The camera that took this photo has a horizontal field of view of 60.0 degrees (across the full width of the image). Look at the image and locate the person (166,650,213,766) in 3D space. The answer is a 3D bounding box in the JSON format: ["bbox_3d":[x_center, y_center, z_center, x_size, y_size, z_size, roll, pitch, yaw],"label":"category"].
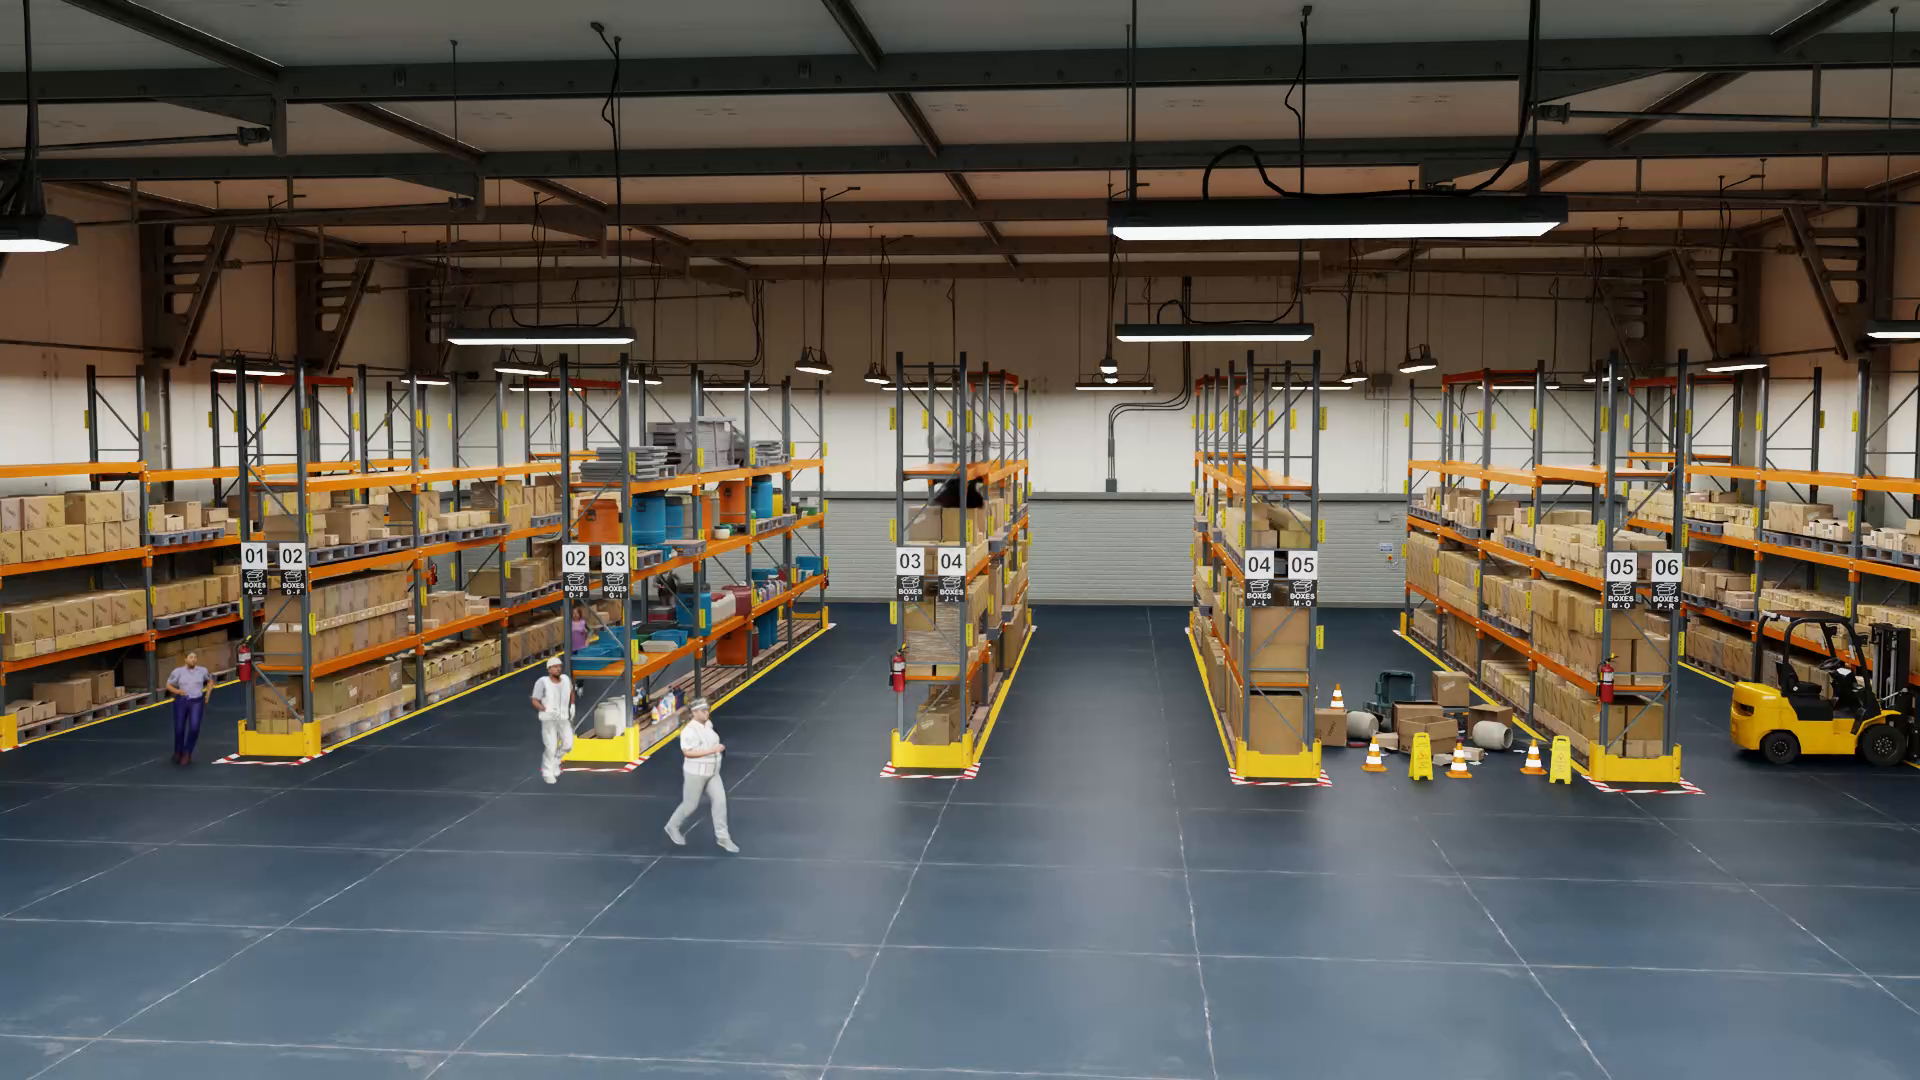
[{"bbox_3d":[-11.320,2.455,24.457,0.641,1.663,0.674,-2,4,-25],"label":"person"}]

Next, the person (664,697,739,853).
[{"bbox_3d":[-3.012,2.717,19.384,0.964,1.788,0.656,3,5,32],"label":"person"}]

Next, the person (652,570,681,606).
[{"bbox_3d":[-6.987,1.348,39.607,0.671,1.727,0.628,0,4,-7],"label":"person"}]

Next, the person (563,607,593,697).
[{"bbox_3d":[-7.005,2.041,30.439,0.514,1.639,0.666,0,4,-3],"label":"person"}]

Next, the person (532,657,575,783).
[{"bbox_3d":[-5.588,2.497,23.100,0.727,1.751,0.605,-4,5,-42],"label":"person"}]
